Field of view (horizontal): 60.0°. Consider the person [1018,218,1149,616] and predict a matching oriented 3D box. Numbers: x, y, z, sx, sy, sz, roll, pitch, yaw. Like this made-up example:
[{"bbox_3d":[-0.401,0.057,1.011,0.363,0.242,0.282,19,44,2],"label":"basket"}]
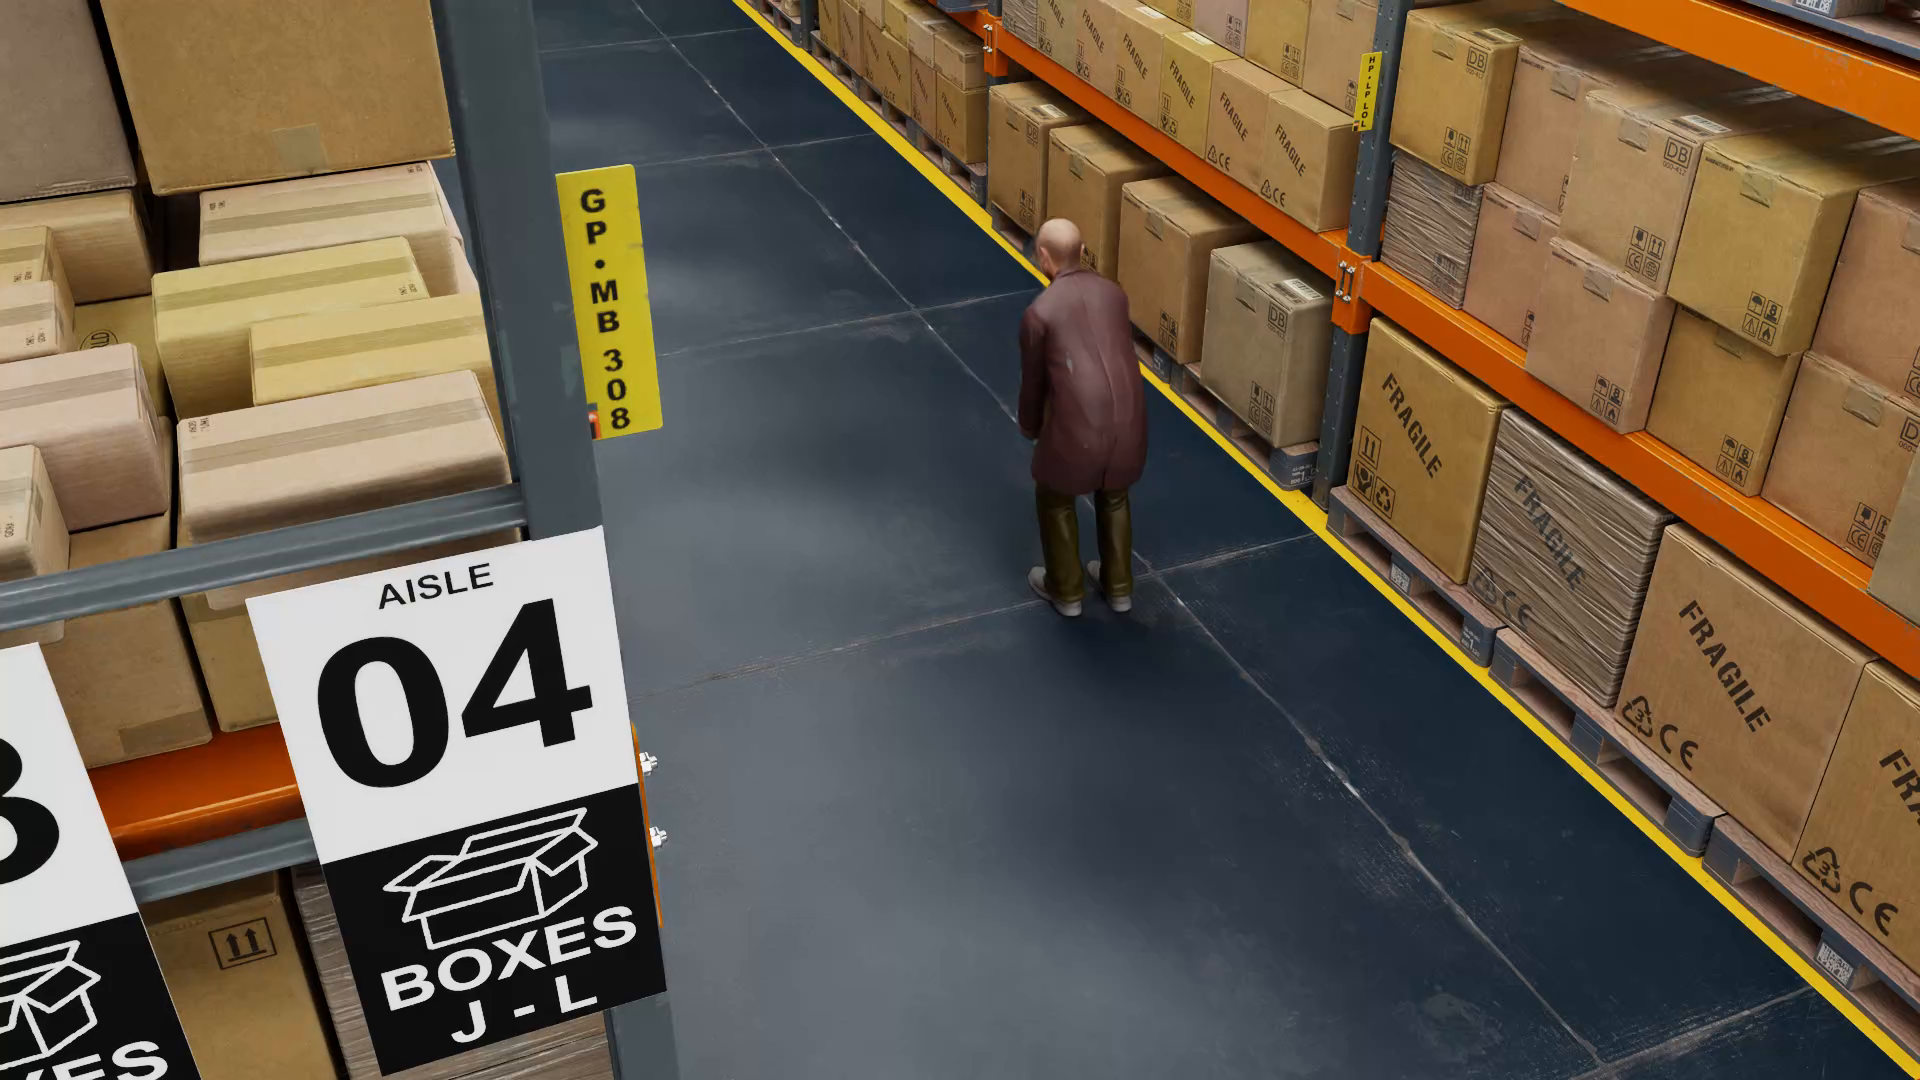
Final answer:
[{"bbox_3d":[0.510,-0.489,7.002,0.533,1.680,0.629,-14,35,-20],"label":"person"}]
